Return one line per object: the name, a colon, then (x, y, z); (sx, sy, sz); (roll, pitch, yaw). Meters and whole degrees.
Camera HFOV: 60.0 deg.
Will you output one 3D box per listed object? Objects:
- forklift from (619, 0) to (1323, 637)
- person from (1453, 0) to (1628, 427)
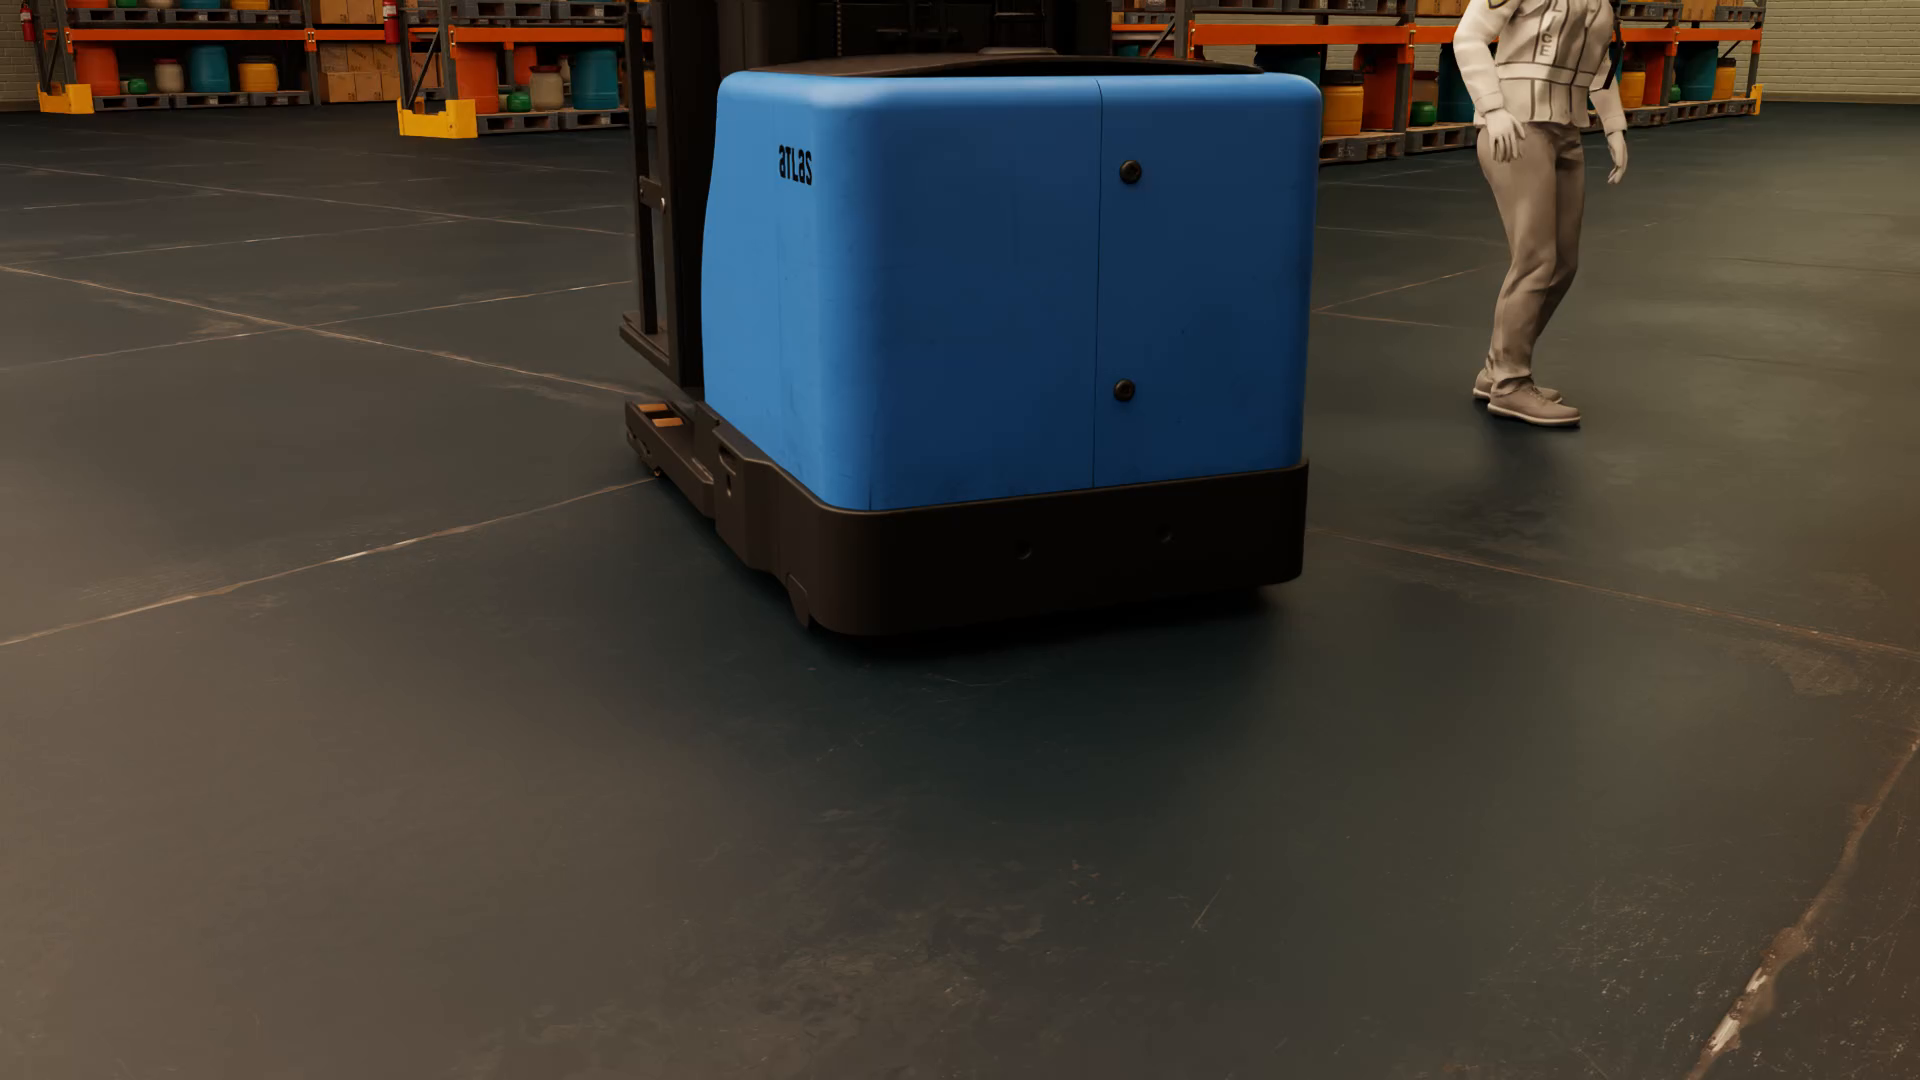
forklift: (-0.297, -1.609, 4.195); (1.130, 2.935, 3.031); (-7, 18, -21)
person: (1.839, -1.207, 5.083); (0.687, 1.653, 0.467); (-14, 22, -38)
